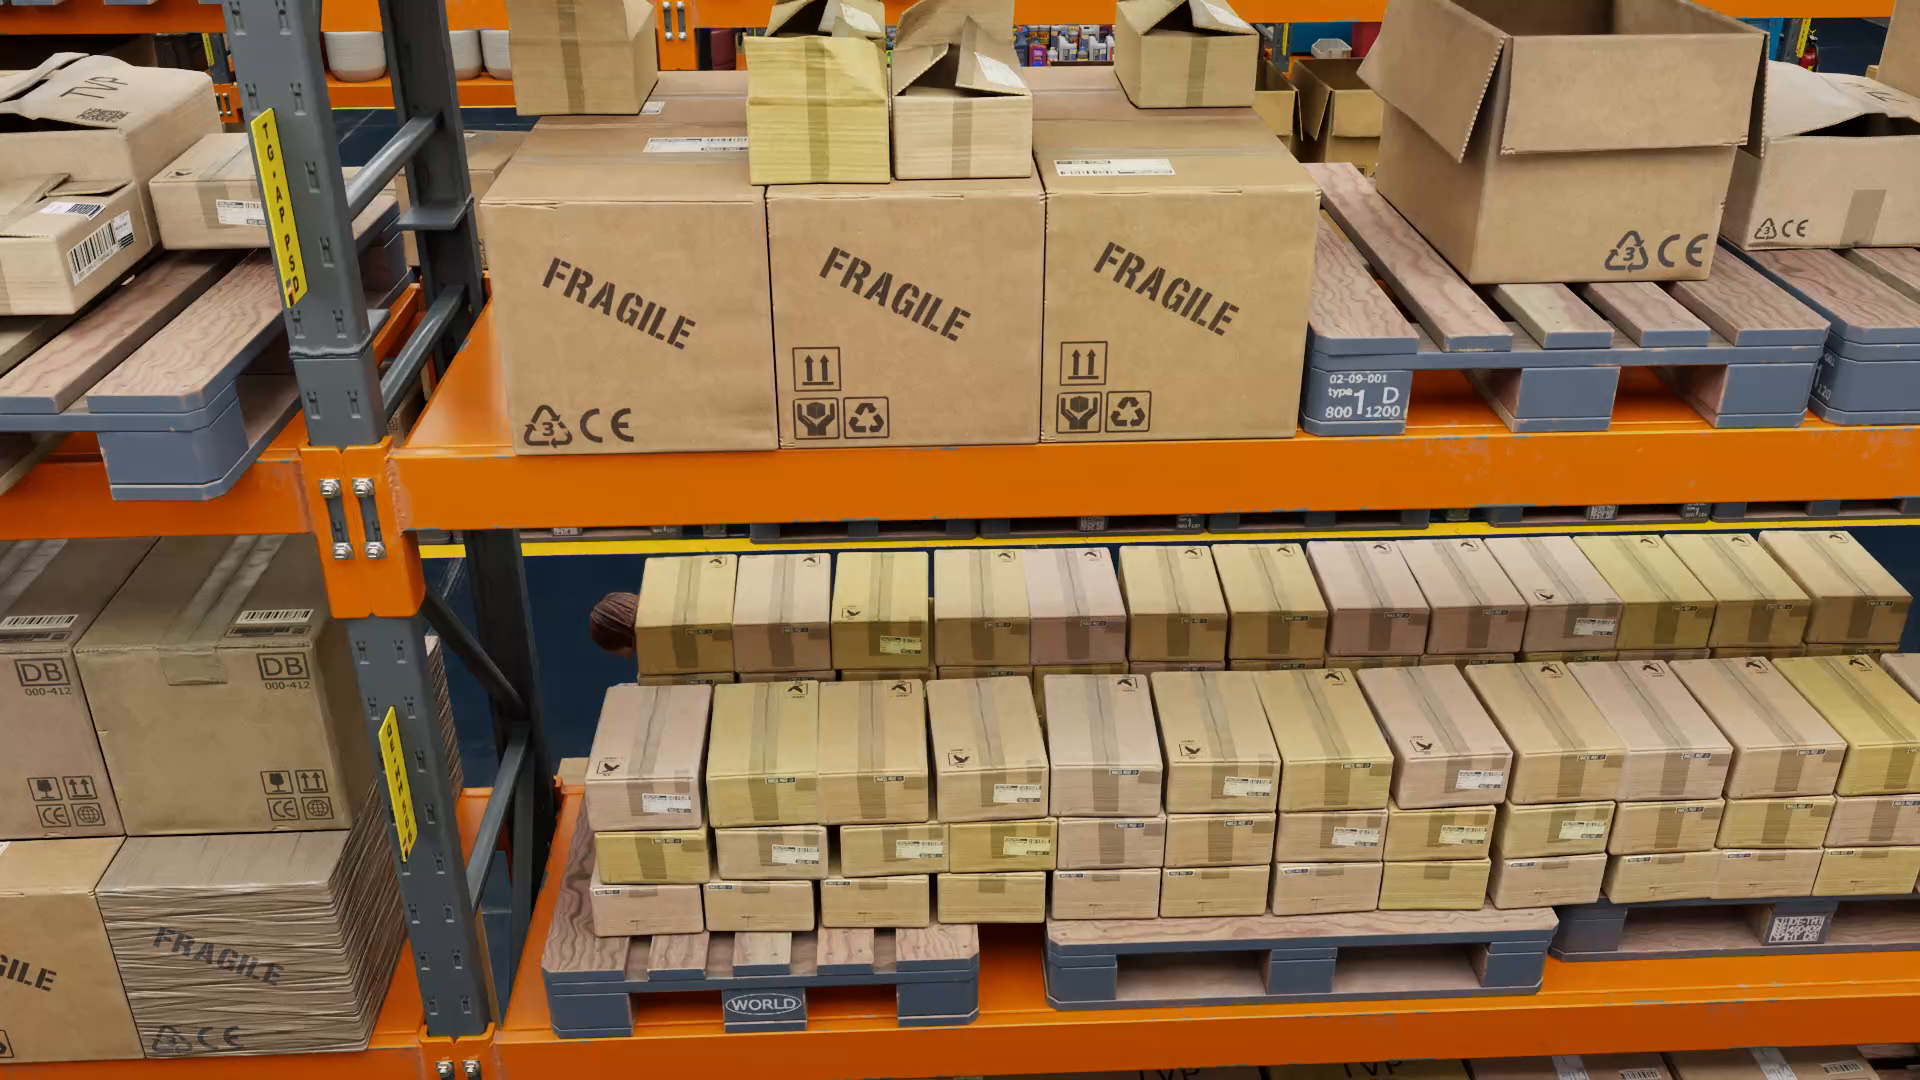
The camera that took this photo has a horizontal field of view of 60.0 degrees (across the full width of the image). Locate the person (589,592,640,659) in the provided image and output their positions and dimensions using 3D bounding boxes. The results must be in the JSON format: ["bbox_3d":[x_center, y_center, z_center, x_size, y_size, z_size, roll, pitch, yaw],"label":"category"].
[{"bbox_3d":[-0.965,0.746,6.124,0.685,1.230,0.463,-1,28,-2],"label":"person"}]
